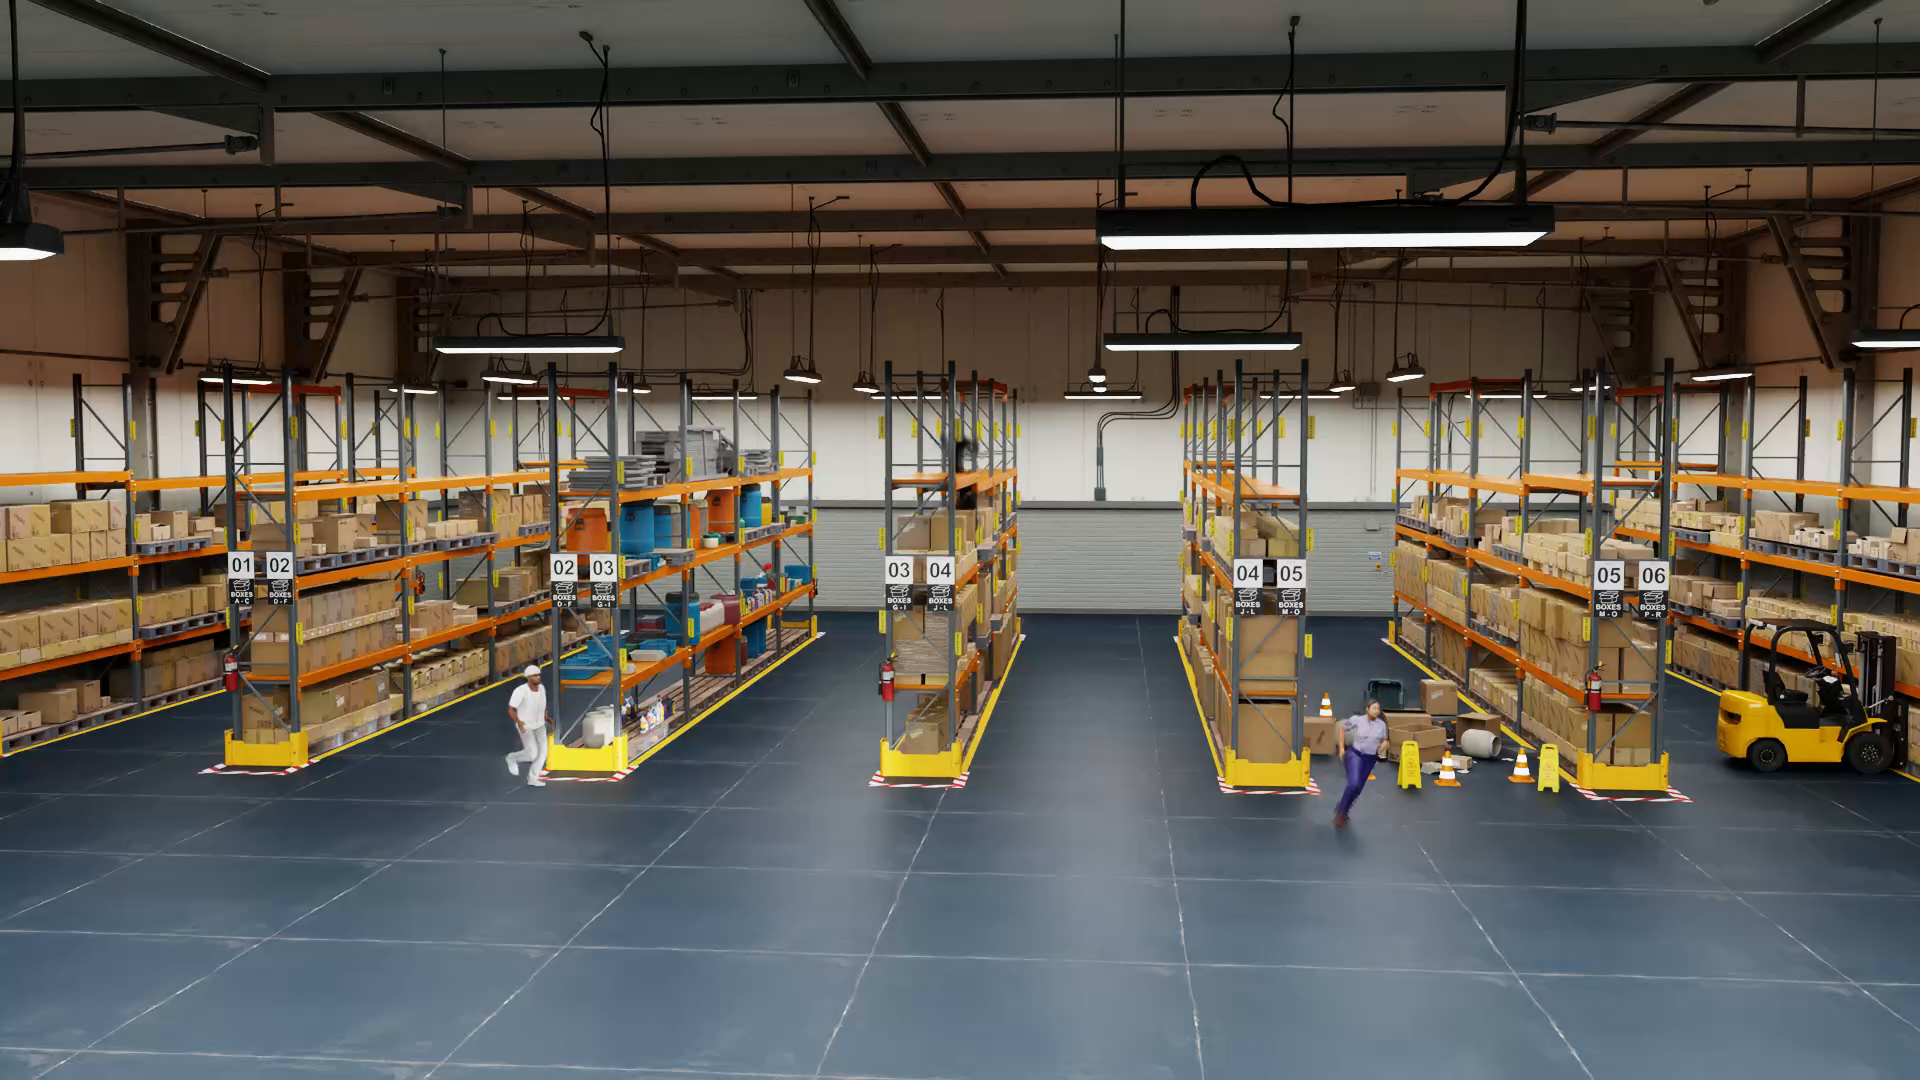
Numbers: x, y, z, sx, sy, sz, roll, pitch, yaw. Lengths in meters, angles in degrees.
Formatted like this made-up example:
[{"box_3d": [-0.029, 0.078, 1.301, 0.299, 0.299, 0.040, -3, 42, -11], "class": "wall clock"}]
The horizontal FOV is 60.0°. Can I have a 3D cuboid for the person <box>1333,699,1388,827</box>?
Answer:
[{"box_3d": [5.044, 2.805, 21.111, 0.777, 1.585, 0.745, -1, 4, -16], "class": "person"}]

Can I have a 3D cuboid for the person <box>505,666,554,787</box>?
[{"box_3d": [-6.097, 2.610, 23.452, 0.658, 1.708, 0.684, 3, 5, 37], "class": "person"}]

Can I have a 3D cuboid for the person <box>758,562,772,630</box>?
[{"box_3d": [-4.960, 1.427, 41.333, 0.871, 1.754, 0.660, 0, 4, 1], "class": "person"}]

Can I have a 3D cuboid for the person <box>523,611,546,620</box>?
[{"box_3d": [-11.128, 1.324, 43.408, 0.861, 1.609, 0.530, 2, 5, 33], "class": "person"}]
